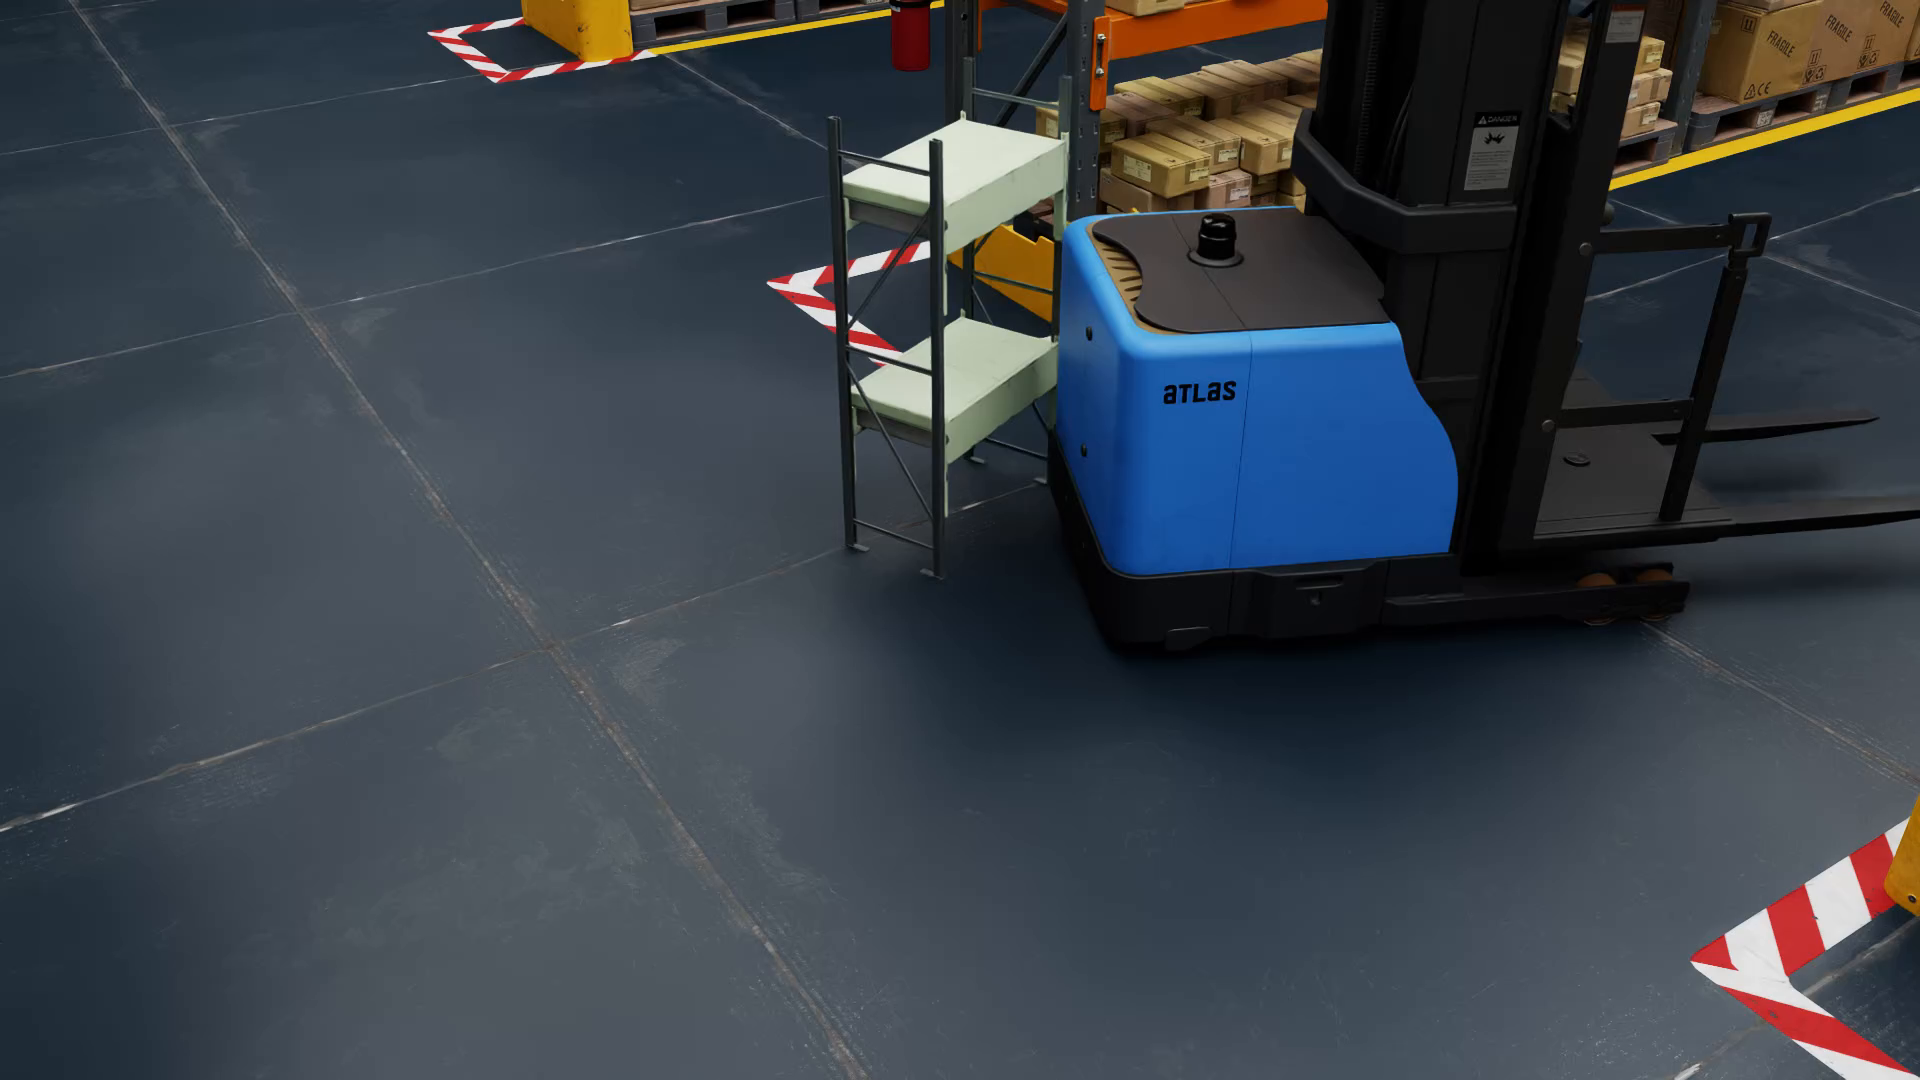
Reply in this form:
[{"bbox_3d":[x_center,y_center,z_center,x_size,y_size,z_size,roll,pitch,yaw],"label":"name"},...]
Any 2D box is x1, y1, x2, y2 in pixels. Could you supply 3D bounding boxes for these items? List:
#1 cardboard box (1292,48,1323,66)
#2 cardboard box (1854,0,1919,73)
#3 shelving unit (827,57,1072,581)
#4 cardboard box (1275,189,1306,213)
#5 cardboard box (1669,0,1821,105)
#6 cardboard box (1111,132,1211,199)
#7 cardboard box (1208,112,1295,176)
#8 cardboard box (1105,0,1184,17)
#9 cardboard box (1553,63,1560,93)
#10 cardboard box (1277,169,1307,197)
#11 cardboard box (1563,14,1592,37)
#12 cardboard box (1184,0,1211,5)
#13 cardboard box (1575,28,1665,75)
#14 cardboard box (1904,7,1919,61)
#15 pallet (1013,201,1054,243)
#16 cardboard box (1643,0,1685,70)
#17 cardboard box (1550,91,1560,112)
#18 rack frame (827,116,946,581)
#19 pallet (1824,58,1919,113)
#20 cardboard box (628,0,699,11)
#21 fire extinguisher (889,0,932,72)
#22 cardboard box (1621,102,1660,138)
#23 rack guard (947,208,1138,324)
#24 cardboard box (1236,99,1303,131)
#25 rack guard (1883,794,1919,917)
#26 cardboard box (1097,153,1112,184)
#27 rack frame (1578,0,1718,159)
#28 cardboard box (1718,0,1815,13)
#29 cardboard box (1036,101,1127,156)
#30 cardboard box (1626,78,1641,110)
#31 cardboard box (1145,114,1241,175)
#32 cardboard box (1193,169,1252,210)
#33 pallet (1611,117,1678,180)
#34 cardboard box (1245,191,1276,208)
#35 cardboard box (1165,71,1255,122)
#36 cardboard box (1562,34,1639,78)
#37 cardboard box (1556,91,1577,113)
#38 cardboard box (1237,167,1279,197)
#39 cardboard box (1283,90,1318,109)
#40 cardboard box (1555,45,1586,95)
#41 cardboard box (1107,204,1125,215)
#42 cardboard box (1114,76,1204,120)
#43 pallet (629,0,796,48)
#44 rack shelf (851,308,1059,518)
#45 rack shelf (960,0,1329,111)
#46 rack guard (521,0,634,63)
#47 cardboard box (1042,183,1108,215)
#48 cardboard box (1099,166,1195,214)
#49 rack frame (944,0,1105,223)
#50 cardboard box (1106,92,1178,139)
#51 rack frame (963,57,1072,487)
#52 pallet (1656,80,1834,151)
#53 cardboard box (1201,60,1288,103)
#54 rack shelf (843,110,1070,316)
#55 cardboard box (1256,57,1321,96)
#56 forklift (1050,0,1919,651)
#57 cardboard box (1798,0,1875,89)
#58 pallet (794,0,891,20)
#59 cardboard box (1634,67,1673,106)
[{"bbox_3d":[1.882,-2.347,8.379,0.250,0.149,0.380,-19,37,-27],"label":"cardboard box"},{"bbox_3d":[5.253,-3.096,9.796,0.500,0.500,0.500,-18,37,-26],"label":"cardboard box"},{"bbox_3d":[-0.019,-0.724,5.492,0.431,1.500,0.755,19,37,28],"label":"shelving unit"},{"bbox_3d":[1.518,-1.605,7.762,0.250,0.149,0.380,-18,37,-27],"label":"cardboard box"},{"bbox_3d":[4.376,-2.785,9.303,0.500,0.500,0.500,-17,36,-25],"label":"cardboard box"},{"bbox_3d":[0.874,-1.636,7.253,0.250,0.149,0.380,-21,38,-29],"label":"cardboard box"},{"bbox_3d":[1.322,-1.785,7.490,0.250,0.149,0.380,-19,37,-27],"label":"cardboard box"},{"bbox_3d":[0.699,-2.254,6.747,0.250,0.149,0.380,-19,37,-28],"label":"cardboard box"},{"bbox_3d":[2.794,-2.367,8.412,0.250,0.149,0.380,-18,36,-26],"label":"cardboard box"},{"bbox_3d":[1.522,-1.737,7.693,0.250,0.149,0.380,-18,36,-26],"label":"cardboard box"},{"bbox_3d":[3.210,-2.787,9.077,0.250,0.149,0.380,-17,36,-25],"label":"cardboard box"},{"bbox_3d":[0.891,-2.346,6.893,0.250,0.149,0.380,-18,36,-26],"label":"cardboard box"},{"bbox_3d":[3.453,-2.574,8.740,0.250,0.149,0.380,-18,36,-26],"label":"cardboard box"},{"bbox_3d":[5.688,-3.231,10.009,0.500,0.500,0.500,-21,38,-29],"label":"cardboard box"},{"bbox_3d":[1.015,-1.475,7.891,1.213,0.211,1.003,-19,37,-27],"label":"pallet"},{"bbox_3d":[4.097,-3.017,9.671,0.500,0.500,0.500,-20,37,-28],"label":"cardboard box"},{"bbox_3d":[2.819,-2.236,8.483,0.250,0.149,0.380,-19,37,-27],"label":"cardboard box"},{"bbox_3d":[-0.221,-0.561,5.233,0.400,1.500,0.023,19,37,28],"label":"rack frame"},{"bbox_3d":[5.291,-2.971,10.262,1.213,0.211,1.003,-19,37,-27],"label":"pallet"},{"bbox_3d":[-2.017,-3.934,11.183,0.875,0.438,0.875,-20,38,-29],"label":"cardboard box"},{"bbox_3d":[-0.212,-2.357,7.098,0.183,0.674,0.296,-19,37,-27],"label":"fire extinguisher"},{"bbox_3d":[3.466,-2.276,8.825,0.250,0.149,0.380,-18,37,-27],"label":"cardboard box"},{"bbox_3d":[0.313,-1.378,7.467,0.348,0.500,1.175,-19,37,-27],"label":"rack guard"},{"bbox_3d":[1.485,-1.894,7.662,0.250,0.149,0.380,-21,38,-30],"label":"cardboard box"},{"bbox_3d":[2.832,0.904,3.849,0.348,0.500,1.175,-19,37,-27],"label":"rack guard"},{"bbox_3d":[0.538,-1.792,7.779,0.250,0.149,0.380,-20,37,-29],"label":"cardboard box"},{"bbox_3d":[3.611,-3.570,8.598,0.127,3.000,1.000,-19,37,-27],"label":"rack frame"},{"bbox_3d":[4.376,-3.103,9.104,0.500,0.250,0.500,-21,38,-29],"label":"cardboard box"},{"bbox_3d":[0.557,-1.904,7.677,0.250,0.149,0.380,-19,37,-27],"label":"cardboard box"},{"bbox_3d":[3.298,-2.350,8.664,0.250,0.149,0.380,-21,38,-29],"label":"cardboard box"},{"bbox_3d":[1.040,-1.770,7.465,0.250,0.149,0.380,-18,37,-26],"label":"cardboard box"},{"bbox_3d":[1.090,-1.602,7.477,0.250,0.149,0.380,-19,37,-27],"label":"cardboard box"},{"bbox_3d":[3.066,-2.181,9.009,1.213,0.211,1.003,-19,37,-27],"label":"pallet"},{"bbox_3d":[1.244,-1.581,7.723,0.250,0.149,0.380,-19,37,-27],"label":"cardboard box"},{"bbox_3d":[1.200,-2.129,8.034,0.250,0.149,0.380,-21,38,-29],"label":"cardboard box"},{"bbox_3d":[3.260,-2.482,8.594,0.250,0.149,0.380,-18,37,-27],"label":"cardboard box"},{"bbox_3d":[3.083,-2.265,8.529,0.250,0.149,0.380,-20,38,-29],"label":"cardboard box"},{"bbox_3d":[1.247,-1.712,7.652,0.250,0.149,0.380,-18,37,-27],"label":"cardboard box"},{"bbox_3d":[1.723,-1.970,7.782,0.250,0.149,0.380,-17,36,-25],"label":"cardboard box"},{"bbox_3d":[3.055,-2.407,8.475,0.250,0.149,0.380,-19,37,-28],"label":"cardboard box"},{"bbox_3d":[0.863,-1.393,7.426,0.250,0.149,0.380,-18,37,-26],"label":"cardboard box"},{"bbox_3d":[0.948,-2.083,7.961,0.250,0.149,0.380,-20,37,-28],"label":"cardboard box"},{"bbox_3d":[-1.888,-3.691,11.404,1.213,0.211,1.003,-19,37,-27],"label":"pallet"},{"bbox_3d":[-0.019,-0.448,5.666,0.431,0.370,0.720,19,37,28],"label":"rack shelf"},{"bbox_3d":[1.930,-2.688,7.873,4.000,0.370,1.077,-19,37,-27],"label":"rack shelf"},{"bbox_3d":[-2.538,-3.540,10.893,0.348,0.500,1.175,-19,37,-27],"label":"rack guard"},{"bbox_3d":[0.579,-1.631,7.803,0.250,0.149,0.380,-18,37,-26],"label":"cardboard box"},{"bbox_3d":[0.829,-1.548,7.392,0.250,0.149,0.380,-17,36,-25],"label":"cardboard box"},{"bbox_3d":[0.249,-2.414,6.765,0.127,3.000,1.000,-19,37,-27],"label":"rack frame"},{"bbox_3d":[0.799,-1.951,7.752,0.250,0.149,0.380,-18,37,-26],"label":"cardboard box"},{"bbox_3d":[0.183,-0.887,5.750,0.400,1.500,0.023,19,37,28],"label":"rack frame"},{"bbox_3d":[4.265,-2.616,9.700,1.213,0.211,1.003,-19,37,-27],"label":"pallet"},{"bbox_3d":[1.396,-2.232,8.197,0.250,0.149,0.380,-18,36,-26],"label":"cardboard box"},{"bbox_3d":[-0.019,-1.054,5.283,0.431,0.370,0.720,19,37,28],"label":"rack shelf"},{"bbox_3d":[1.677,-2.258,8.239,0.250,0.149,0.380,-20,38,-29],"label":"cardboard box"},{"bbox_3d":[1.879,-1.241,4.970,3.031,2.935,1.130,-4,32,-7],"label":"forklift"},{"bbox_3d":[4.820,-2.939,9.546,0.500,0.500,0.500,-17,36,-25],"label":"cardboard box"},{"bbox_3d":[-0.863,-4.042,11.959,1.213,0.211,1.003,-19,37,-27],"label":"pallet"},{"bbox_3d":[3.519,-2.434,8.797,0.250,0.149,0.380,-18,37,-26],"label":"cardboard box"}]
